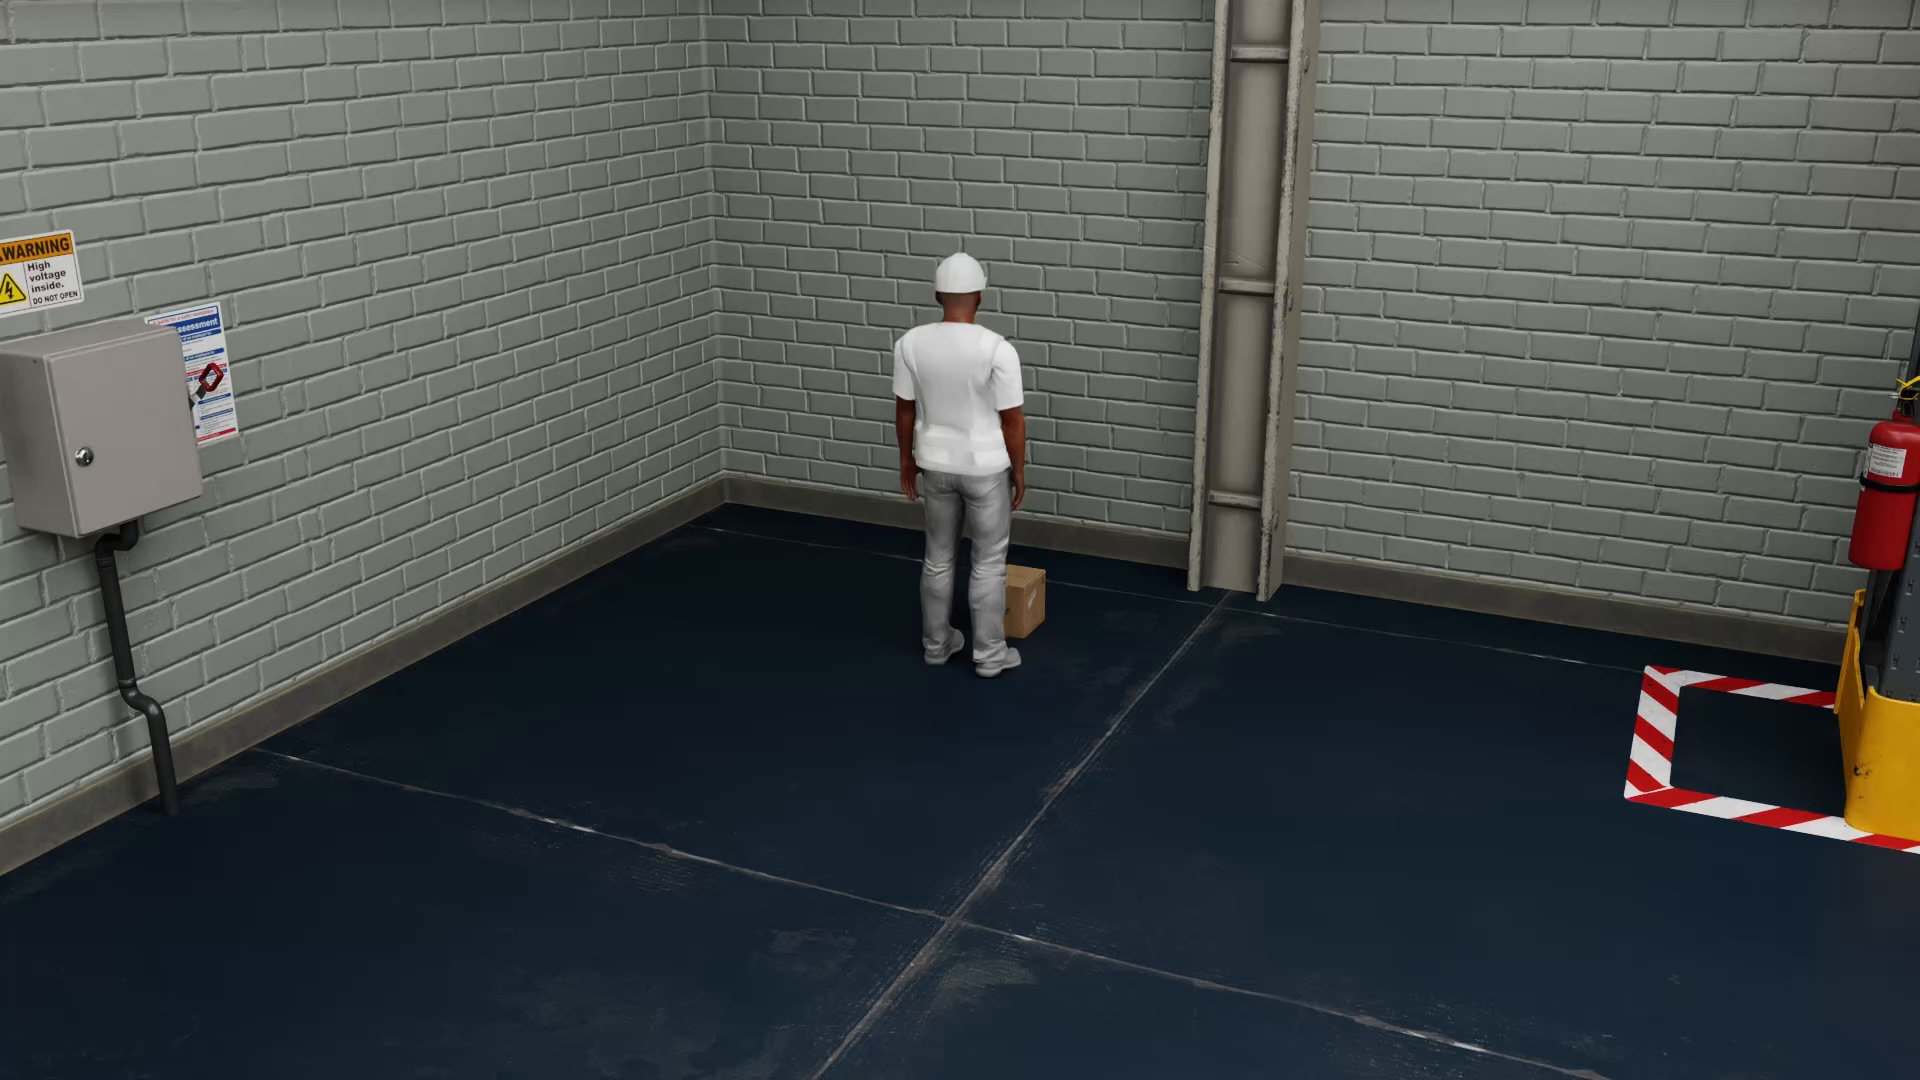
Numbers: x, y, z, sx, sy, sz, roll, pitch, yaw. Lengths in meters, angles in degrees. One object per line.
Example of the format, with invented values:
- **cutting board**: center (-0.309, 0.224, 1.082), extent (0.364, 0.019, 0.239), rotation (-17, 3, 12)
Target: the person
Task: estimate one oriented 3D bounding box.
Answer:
- **person**: center (0.015, -0.307, 6.920), extent (0.576, 1.778, 0.407), rotation (9, 21, 24)
